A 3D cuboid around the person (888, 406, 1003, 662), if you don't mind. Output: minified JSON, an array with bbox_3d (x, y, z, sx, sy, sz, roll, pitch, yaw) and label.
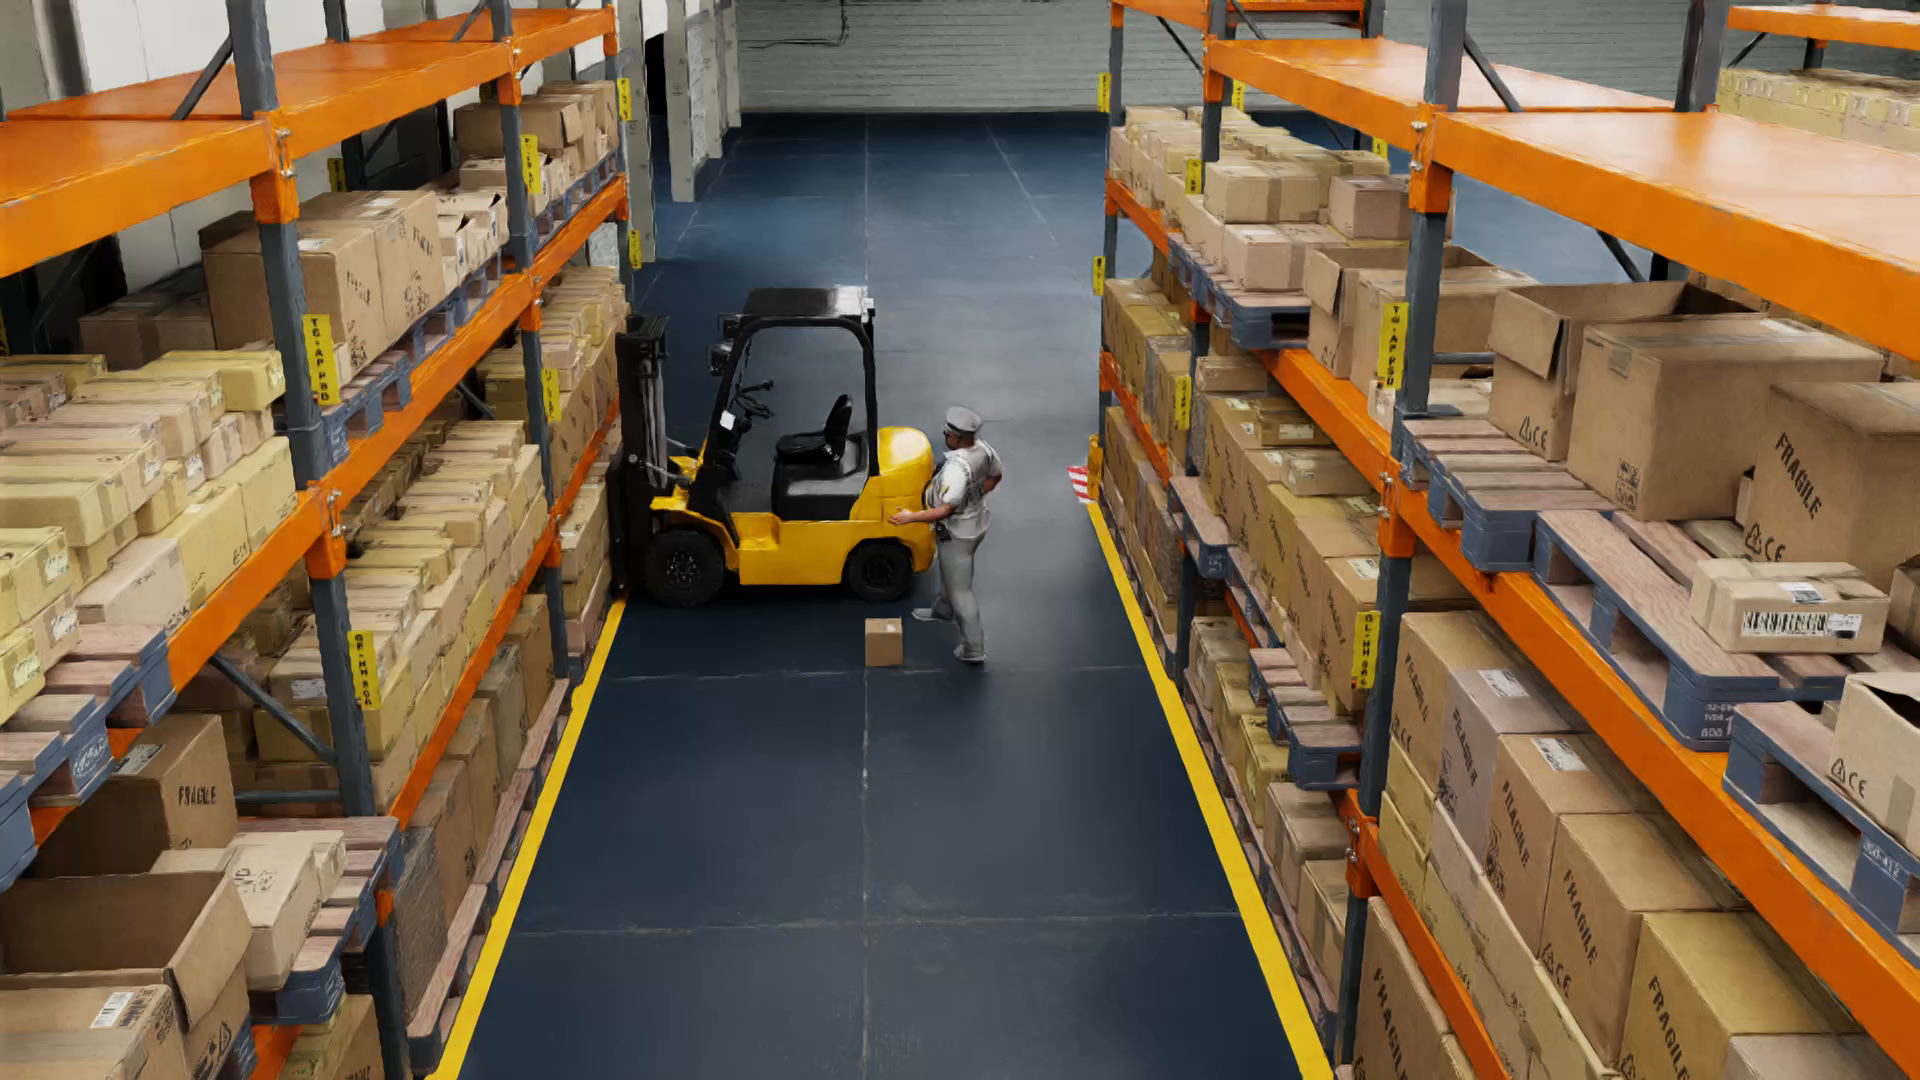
[{"bbox_3d":[-0.116,-0.065,11.259,0.768,1.792,0.734,9,22,24],"label":"person"}]
